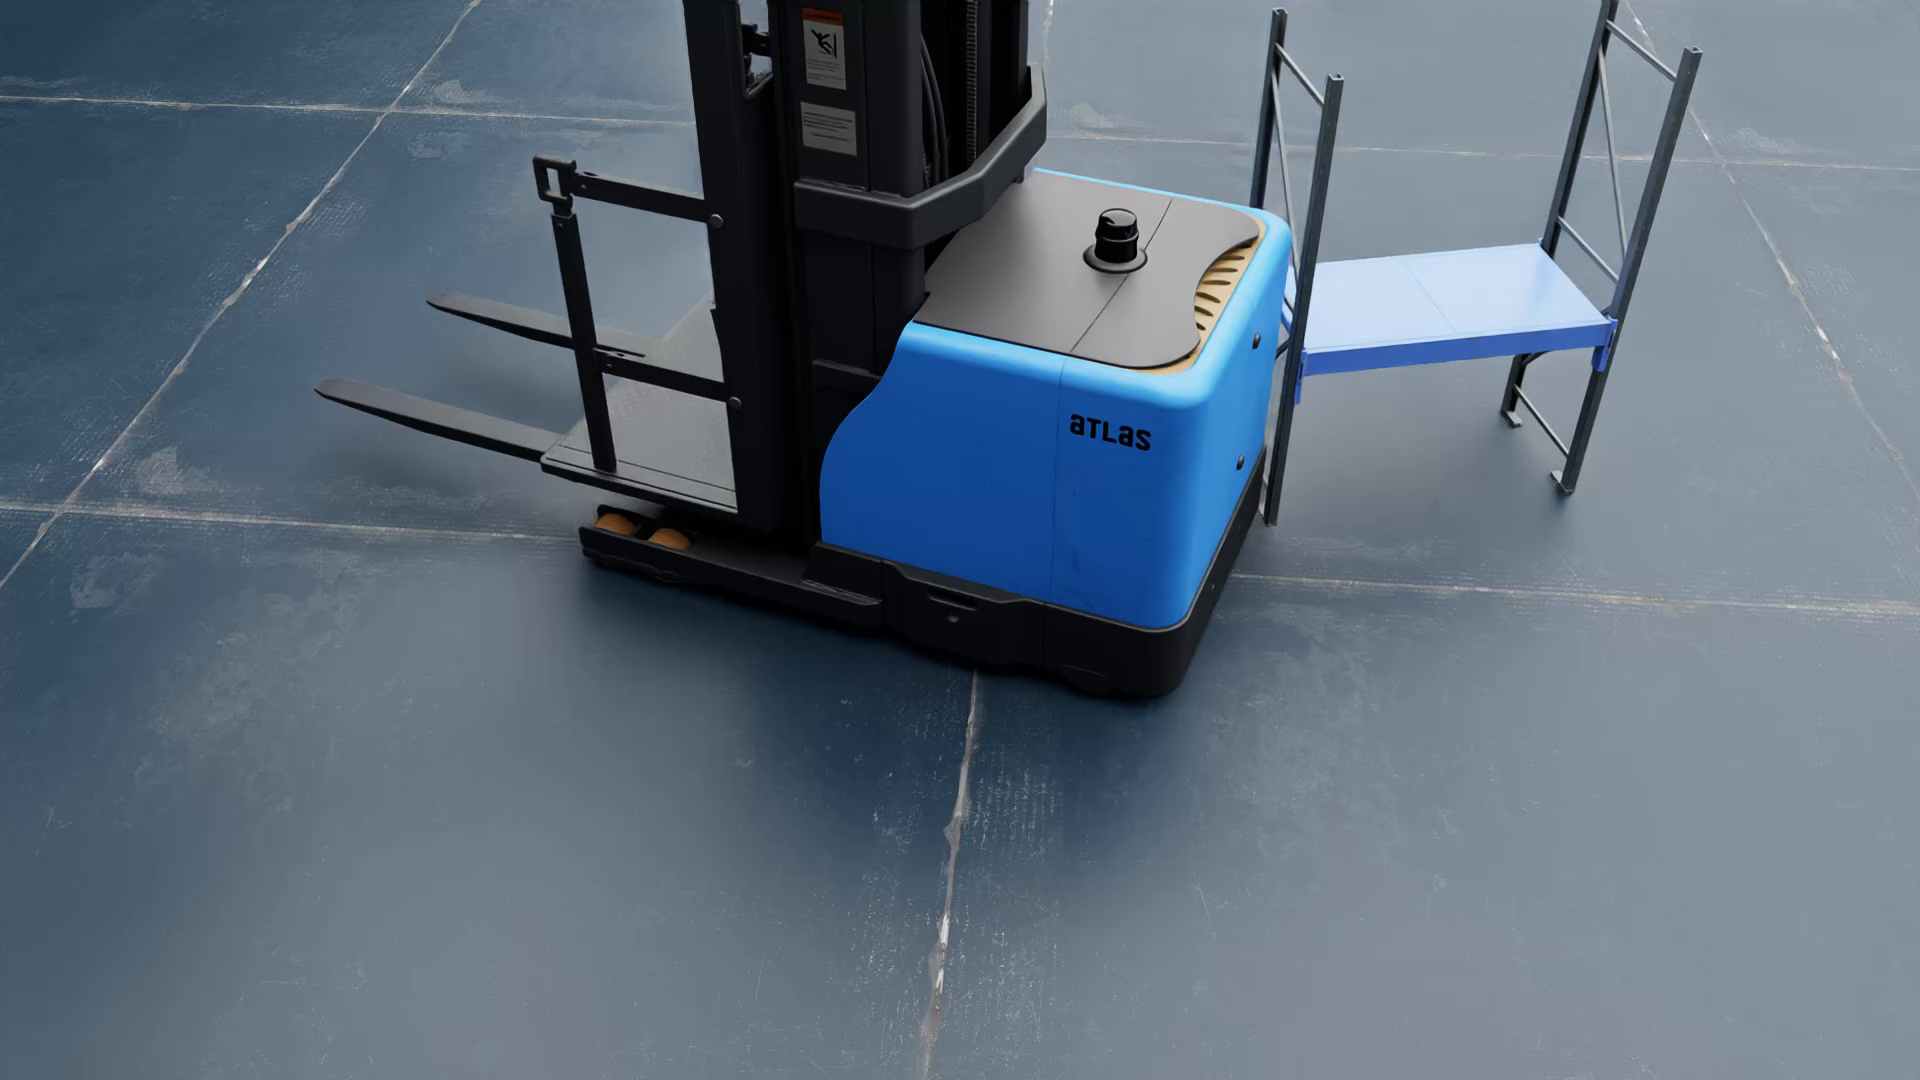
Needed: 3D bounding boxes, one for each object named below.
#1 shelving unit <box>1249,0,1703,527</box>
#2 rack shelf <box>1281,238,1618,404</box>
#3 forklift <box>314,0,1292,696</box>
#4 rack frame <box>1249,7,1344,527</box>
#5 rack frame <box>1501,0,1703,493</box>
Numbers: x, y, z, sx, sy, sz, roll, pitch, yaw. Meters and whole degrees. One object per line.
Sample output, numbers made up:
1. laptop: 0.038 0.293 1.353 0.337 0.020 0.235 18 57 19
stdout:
1. shelving unit: 1.450 -0.835 5.088 1.048 1.500 0.538 -6 40 -8
2. rack shelf: 1.450 -0.696 5.201 1.000 0.185 0.538 -6 40 -8
3. forklift: -0.619 -1.298 4.522 3.031 2.935 1.130 15 41 17
4. rack frame: 0.949 -0.779 5.019 0.032 1.500 0.500 -6 40 -8
5. rack frame: 1.951 -0.891 5.156 0.032 1.500 0.500 -6 40 -8
